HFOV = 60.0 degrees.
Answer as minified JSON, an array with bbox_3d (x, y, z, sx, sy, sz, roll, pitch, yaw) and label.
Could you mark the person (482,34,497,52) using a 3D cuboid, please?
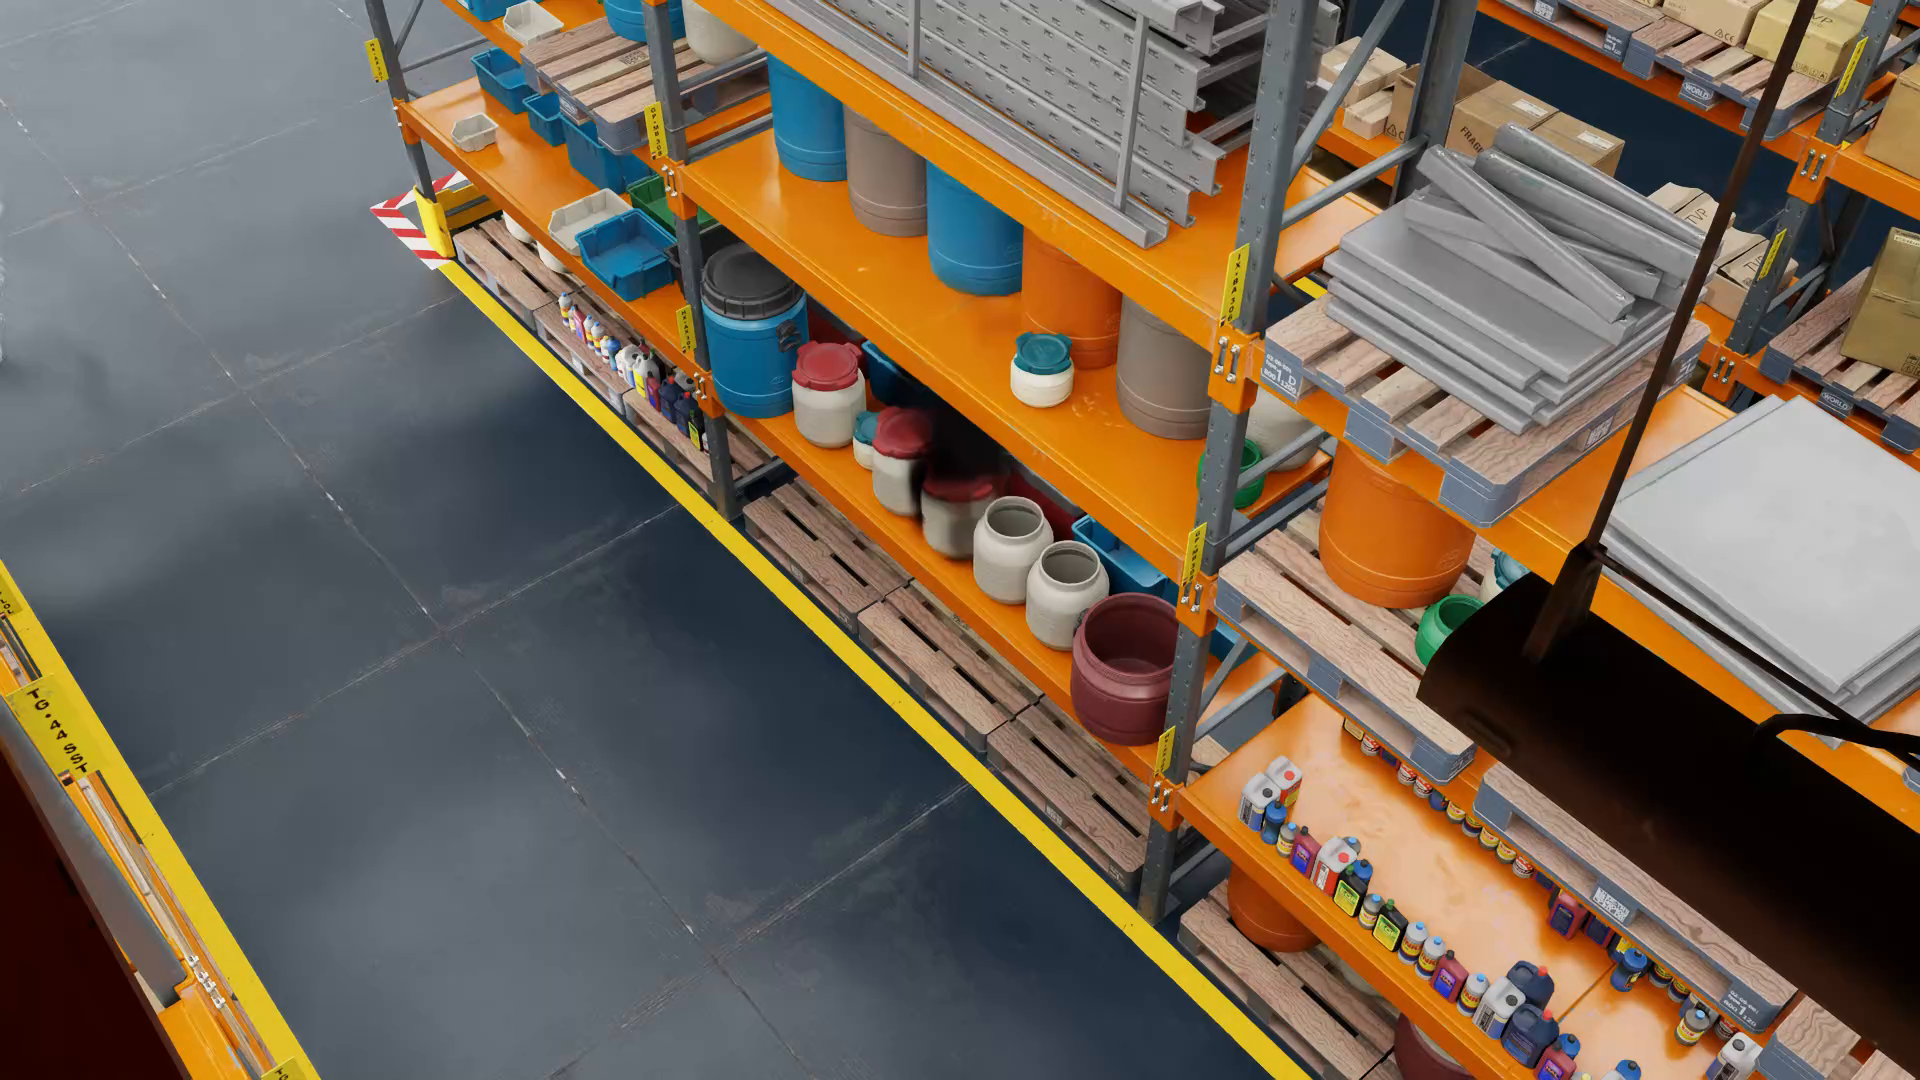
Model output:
[{"bbox_3d":[-3.651,-4.081,13.730,0.574,1.639,0.636,4,47,4],"label":"person"}]
